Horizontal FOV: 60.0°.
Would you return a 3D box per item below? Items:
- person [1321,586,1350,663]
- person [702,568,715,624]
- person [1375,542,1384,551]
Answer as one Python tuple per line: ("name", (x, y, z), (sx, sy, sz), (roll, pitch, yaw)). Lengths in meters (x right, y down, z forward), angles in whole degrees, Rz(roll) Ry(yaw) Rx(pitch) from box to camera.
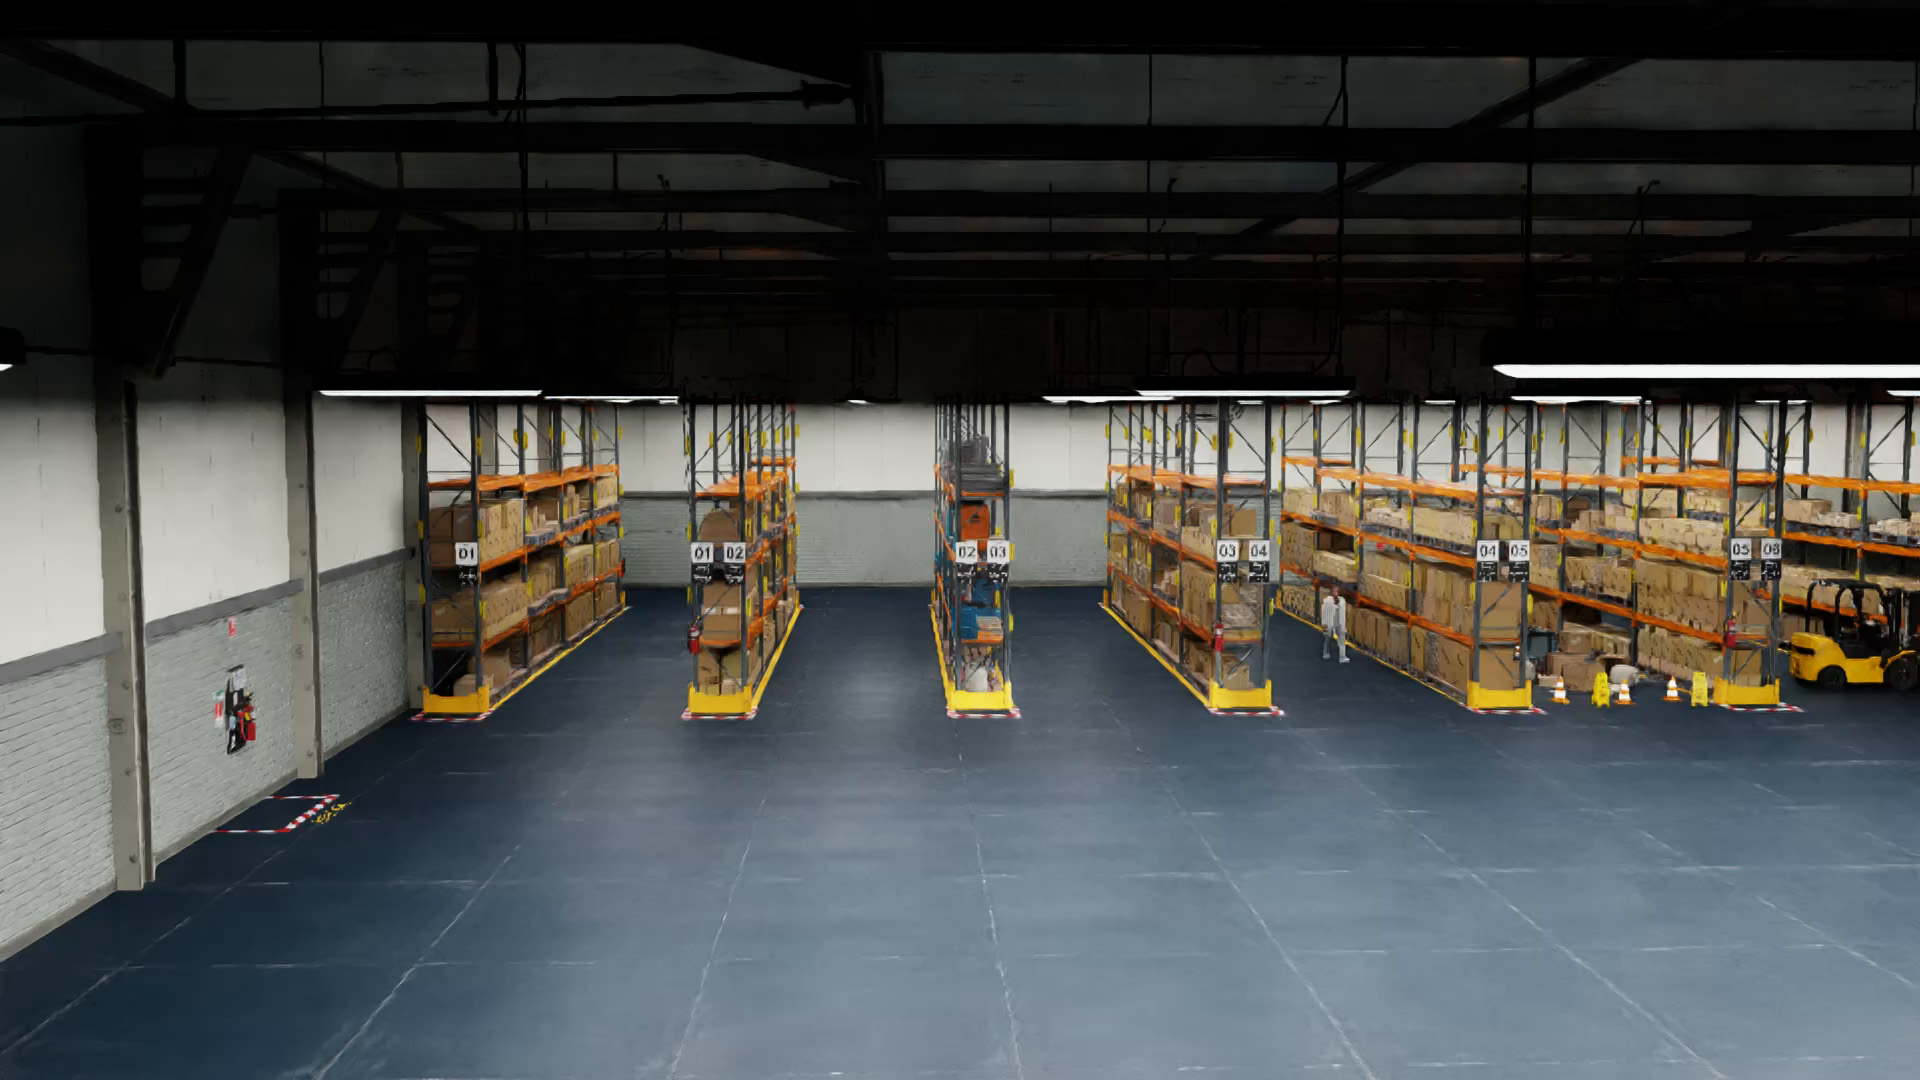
("person", (8.401, 1.870, 37.293), (0.598, 1.698, 1.194), (0, 5, 0))
("person", (-6.644, 1.340, 43.821), (0.501, 1.731, 0.588), (2, 5, 27))
("person", (12.383, 0.944, 48.663), (0.485, 1.787, 0.735), (-3, 5, -33))
